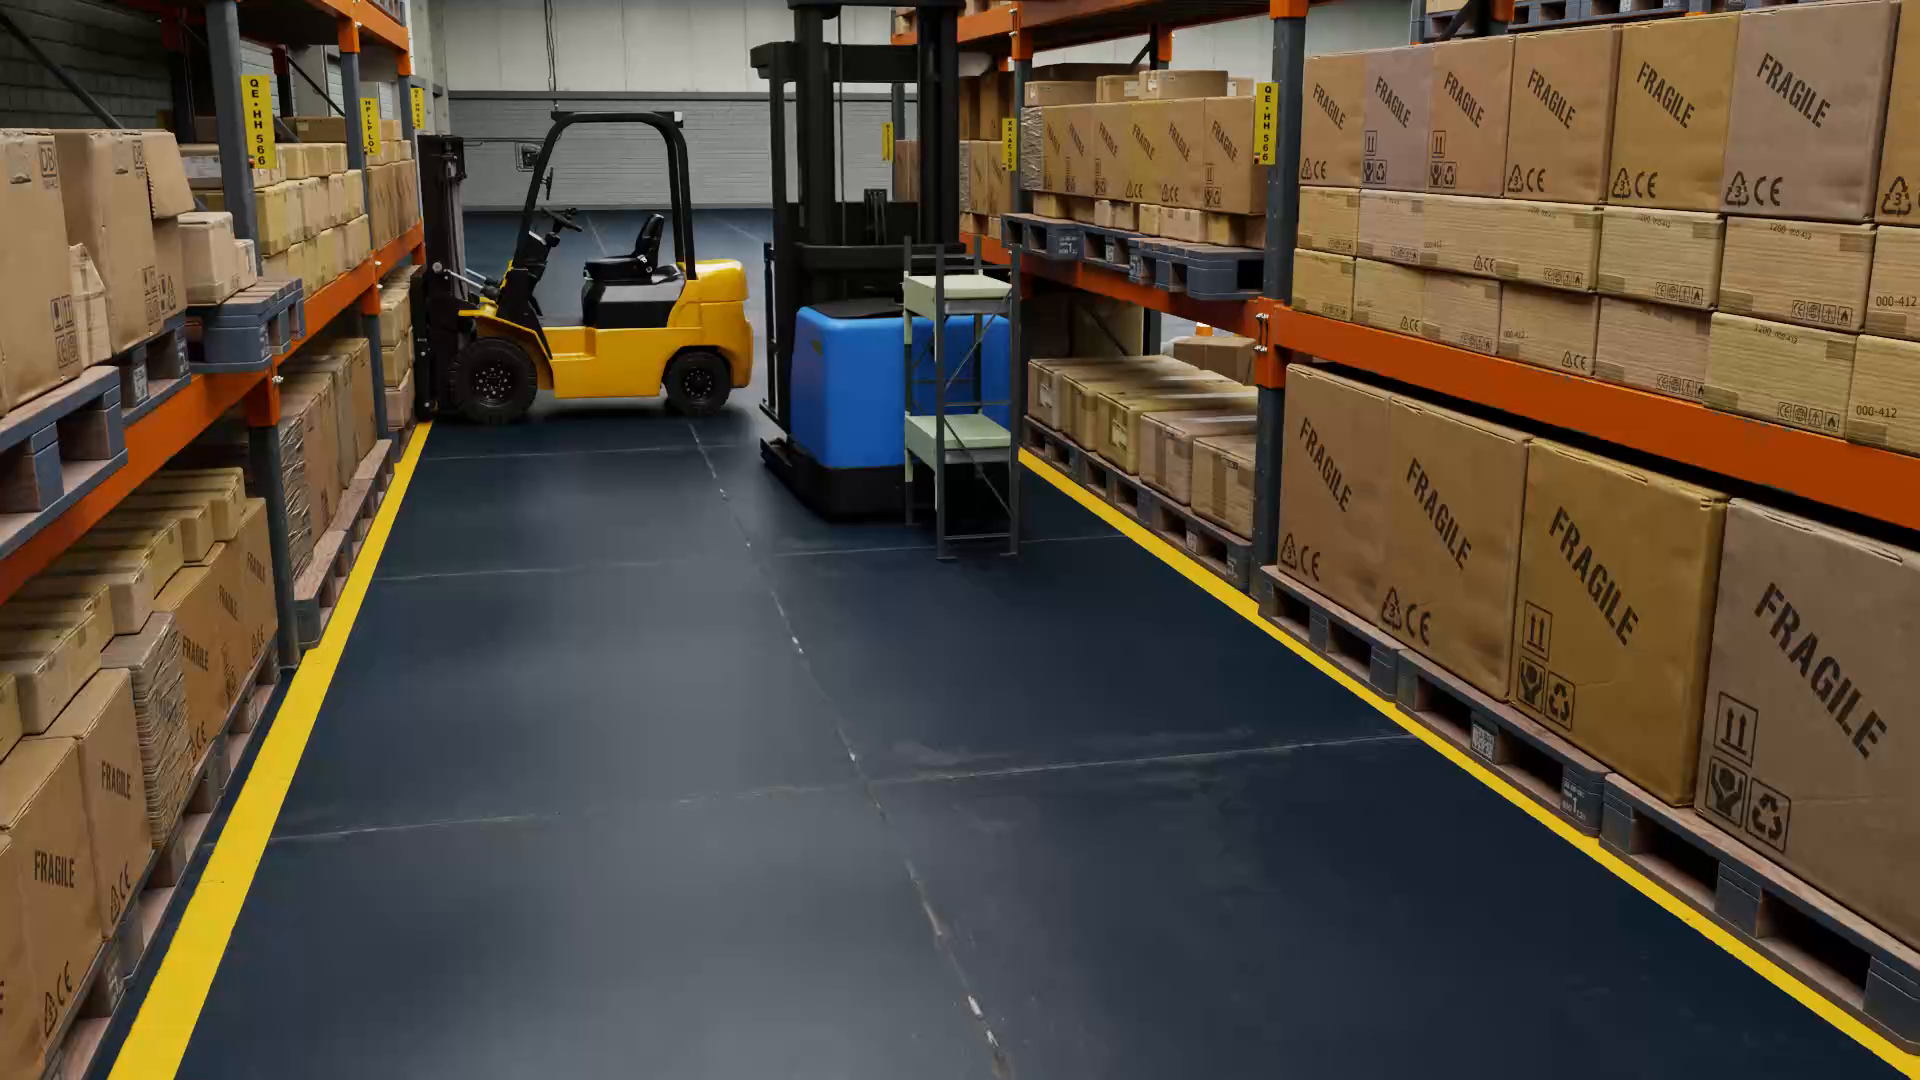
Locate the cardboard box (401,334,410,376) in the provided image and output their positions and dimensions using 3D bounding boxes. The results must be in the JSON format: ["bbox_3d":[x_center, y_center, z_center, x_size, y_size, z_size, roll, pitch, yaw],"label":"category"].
[{"bbox_3d":[-3.913,-1.219,10.950,0.500,0.250,0.500,-3,14,-13],"label":"cardboard box"}]

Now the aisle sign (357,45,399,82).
[{"bbox_3d":[-4.648,-4.080,13.328,0.394,0.787,0.004,-3,14,-13],"label":"aisle sign"}]

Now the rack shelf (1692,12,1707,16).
[{"bbox_3d":[6.103,-3.086,9.932,1.077,0.370,4.000,-3,14,-13],"label":"rack shelf"}]

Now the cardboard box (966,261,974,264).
[{"bbox_3d":[-0.168,-2.088,13.984,0.500,0.500,0.500,-4,14,-15],"label":"cardboard box"}]

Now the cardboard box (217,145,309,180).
[{"bbox_3d":[-3.141,-1.690,7.449,0.380,0.149,0.250,-3,14,-12],"label":"cardboard box"}]

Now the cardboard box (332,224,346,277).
[{"bbox_3d":[-3.396,-1.456,8.382,0.500,0.250,0.500,-3,14,-13],"label":"cardboard box"}]

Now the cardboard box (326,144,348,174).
[{"bbox_3d":[-3.408,-1.989,8.669,0.380,0.149,0.250,-4,14,-15],"label":"cardboard box"}]

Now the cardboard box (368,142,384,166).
[{"bbox_3d":[-3.935,-2.494,10.736,0.380,0.149,0.250,-3,14,-12],"label":"cardboard box"}]

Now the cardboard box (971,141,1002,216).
[{"bbox_3d":[0.371,-2.540,11.666,0.500,0.500,0.500,-3,14,-11],"label":"cardboard box"}]

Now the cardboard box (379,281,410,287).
[{"bbox_3d":[-4.142,-1.700,11.866,0.500,0.250,0.500,-4,14,-14],"label":"cardboard box"}]

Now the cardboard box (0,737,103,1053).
[{"bbox_3d":[-2.130,0.747,3.432,0.500,0.500,0.500,-3,14,-14],"label":"cardboard box"}]

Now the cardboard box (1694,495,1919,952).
[{"bbox_3d":[2.500,0.395,4.082,0.875,0.875,0.875,-3,14,-11],"label":"cardboard box"}]

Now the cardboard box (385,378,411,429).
[{"bbox_3d":[-3.771,-0.861,10.539,0.500,0.250,0.500,-3,14,-13],"label":"cardboard box"}]

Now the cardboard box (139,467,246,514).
[{"bbox_3d":[-2.677,-0.145,5.714,0.380,0.149,0.250,-4,14,-16],"label":"cardboard box"}]

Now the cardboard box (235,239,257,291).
[{"bbox_3d":[-2.512,-0.892,5.400,0.380,0.149,0.250,-3,14,-12],"label":"cardboard box"}]

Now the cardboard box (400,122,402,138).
[{"bbox_3d":[-4.454,-3.109,12.626,0.380,0.149,0.250,-3,14,-12],"label":"cardboard box"}]

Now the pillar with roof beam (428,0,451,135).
[{"bbox_3d":[-8.492,-12.649,41.242,9.100,9.000,0.400,-3,14,-13],"label":"pillar with roof beam"}]

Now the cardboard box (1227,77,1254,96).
[{"bbox_3d":[1.435,-2.538,9.406,0.380,0.149,0.250,-4,14,-16],"label":"cardboard box"}]

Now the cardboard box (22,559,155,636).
[{"bbox_3d":[-2.393,0.163,4.456,0.380,0.149,0.250,-4,14,-16],"label":"cardboard box"}]

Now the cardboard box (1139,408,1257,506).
[{"bbox_3d":[1.480,-0.445,8.582,0.950,0.372,0.625,-4,14,-14],"label":"cardboard box"}]

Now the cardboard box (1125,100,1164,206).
[{"bbox_3d":[1.156,-1.939,8.320,0.500,0.500,0.500,-4,14,-17],"label":"cardboard box"}]

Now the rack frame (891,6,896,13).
[{"bbox_3d":[-0.094,-5.977,13.931,1.000,3.000,0.127,-3,14,-13],"label":"rack frame"}]

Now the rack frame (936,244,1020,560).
[{"bbox_3d":[0.084,-0.646,7.910,0.400,1.500,0.023,-3,14,-13],"label":"rack frame"}]

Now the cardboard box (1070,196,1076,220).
[{"bbox_3d":[0.859,-1.958,9.764,0.380,0.149,0.250,-2,14,-10],"label":"cardboard box"}]

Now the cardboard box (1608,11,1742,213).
[{"bbox_3d":[2.146,-1.155,4.516,0.500,0.500,0.500,-3,14,-11],"label":"cardboard box"}]

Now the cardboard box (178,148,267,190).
[{"bbox_3d":[-2.828,-1.393,6.232,0.380,0.149,0.250,-3,14,-12],"label":"cardboard box"}]

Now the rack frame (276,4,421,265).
[{"bbox_3d":[-4.918,-2.785,13.507,1.000,3.000,0.127,-3,14,-13],"label":"rack frame"}]

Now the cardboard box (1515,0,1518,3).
[{"bbox_3d":[4.759,-4.562,13.892,0.380,0.149,0.250,-3,14,-14],"label":"cardboard box"}]

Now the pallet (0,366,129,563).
[{"bbox_3d":[-2.182,-0.114,2.978,1.003,0.211,1.213,-3,14,-13],"label":"pallet"}]

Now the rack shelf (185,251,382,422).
[{"bbox_3d":[-3.509,-1.052,7.927,1.077,0.370,4.000,-3,14,-13],"label":"rack shelf"}]

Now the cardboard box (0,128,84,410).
[{"bbox_3d":[-2.118,-0.513,3.111,0.700,0.500,0.500,-3,14,-13],"label":"cardboard box"}]

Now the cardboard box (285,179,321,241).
[{"bbox_3d":[-3.128,-1.463,7.358,0.500,0.250,0.500,-4,14,-15],"label":"cardboard box"}]

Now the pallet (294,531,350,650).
[{"bbox_3d":[-3.195,0.223,7.070,1.003,0.211,1.213,-3,14,-13],"label":"pallet"}]

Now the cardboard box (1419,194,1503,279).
[{"bbox_3d":[1.889,-1.022,5.551,0.500,0.250,0.500,-3,14,-13],"label":"cardboard box"}]

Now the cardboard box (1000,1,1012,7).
[{"bbox_3d":[0.474,-3.531,10.769,0.380,0.149,0.250,-3,14,-13],"label":"cardboard box"}]

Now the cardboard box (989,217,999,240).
[{"bbox_3d":[0.408,-2.132,11.364,0.380,0.149,0.250,-3,14,-12],"label":"cardboard box"}]

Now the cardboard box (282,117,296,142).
[{"bbox_3d":[-3.932,-2.515,10.197,0.380,0.149,0.250,-3,14,-12],"label":"cardboard box"}]

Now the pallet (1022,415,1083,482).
[{"bbox_3d":[1.029,-0.606,10.462,1.003,0.211,1.213,-3,14,-13],"label":"pallet"}]

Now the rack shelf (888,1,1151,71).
[{"bbox_3d":[0.375,-3.709,12.484,1.077,0.370,4.000,-3,14,-13],"label":"rack shelf"}]

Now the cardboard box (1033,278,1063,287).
[{"bbox_3d":[0.832,-1.647,12.175,0.500,0.500,0.500,-3,14,-11],"label":"cardboard box"}]

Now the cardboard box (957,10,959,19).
[{"bbox_3d":[0.077,-3.947,12.471,0.380,0.149,0.250,-4,14,-15],"label":"cardboard box"}]

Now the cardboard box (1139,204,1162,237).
[{"bbox_3d":[1.113,-1.596,8.285,0.380,0.149,0.250,-3,14,-12],"label":"cardboard box"}]

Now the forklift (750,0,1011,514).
[{"bbox_3d":[-0.610,-1.866,9.889,1.130,2.935,3.031,-4,14,-16],"label":"forklift"}]

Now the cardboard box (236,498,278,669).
[{"bbox_3d":[-2.731,0.156,5.850,0.500,0.500,0.500,-3,14,-12],"label":"cardboard box"}]

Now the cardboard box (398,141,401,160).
[{"bbox_3d":[-4.474,-2.964,12.661,0.380,0.149,0.250,-3,14,-12],"label":"cardboard box"}]

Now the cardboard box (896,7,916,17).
[{"bbox_3d":[-0.235,-4.461,13.734,0.500,0.250,0.500,-4,14,-14],"label":"cardboard box"}]

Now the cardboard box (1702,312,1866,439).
[{"bbox_3d":[2.255,-0.429,4.177,0.500,0.250,0.500,-3,14,-14],"label":"cardboard box"}]

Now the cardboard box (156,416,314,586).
[{"bbox_3d":[-3.173,-0.135,6.777,0.875,0.625,0.625,-3,14,-11],"label":"cardboard box"}]

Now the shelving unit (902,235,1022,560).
[{"bbox_3d":[-0.002,-0.730,8.255,0.431,1.500,0.755,-3,14,-13],"label":"shelving unit"}]

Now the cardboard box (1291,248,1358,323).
[{"bbox_3d":[1.655,-1.017,6.587,0.500,0.250,0.500,-4,14,-14],"label":"cardboard box"}]

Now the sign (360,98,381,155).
[{"bbox_3d":[-3.454,-2.419,9.735,0.100,0.325,0.005,-3,14,-13],"label":"sign"}]

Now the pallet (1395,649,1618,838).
[{"bbox_3d":[2.179,0.604,5.509,1.003,0.211,1.213,-3,14,-13],"label":"pallet"}]

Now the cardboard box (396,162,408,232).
[{"bbox_3d":[-4.314,-2.497,12.115,0.500,0.500,0.500,-4,14,-14],"label":"cardboard box"}]

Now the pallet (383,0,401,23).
[{"bbox_3d":[-4.778,-4.035,12.488,1.003,0.211,1.213,-3,14,-13],"label":"pallet"}]

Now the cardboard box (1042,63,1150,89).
[{"bbox_3d":[0.952,-2.932,11.165,0.700,0.500,0.500,-3,14,-14],"label":"cardboard box"}]

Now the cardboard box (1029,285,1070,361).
[{"bbox_3d":[0.445,-1.494,11.551,0.500,0.500,0.500,-3,14,-14],"label":"cardboard box"}]
